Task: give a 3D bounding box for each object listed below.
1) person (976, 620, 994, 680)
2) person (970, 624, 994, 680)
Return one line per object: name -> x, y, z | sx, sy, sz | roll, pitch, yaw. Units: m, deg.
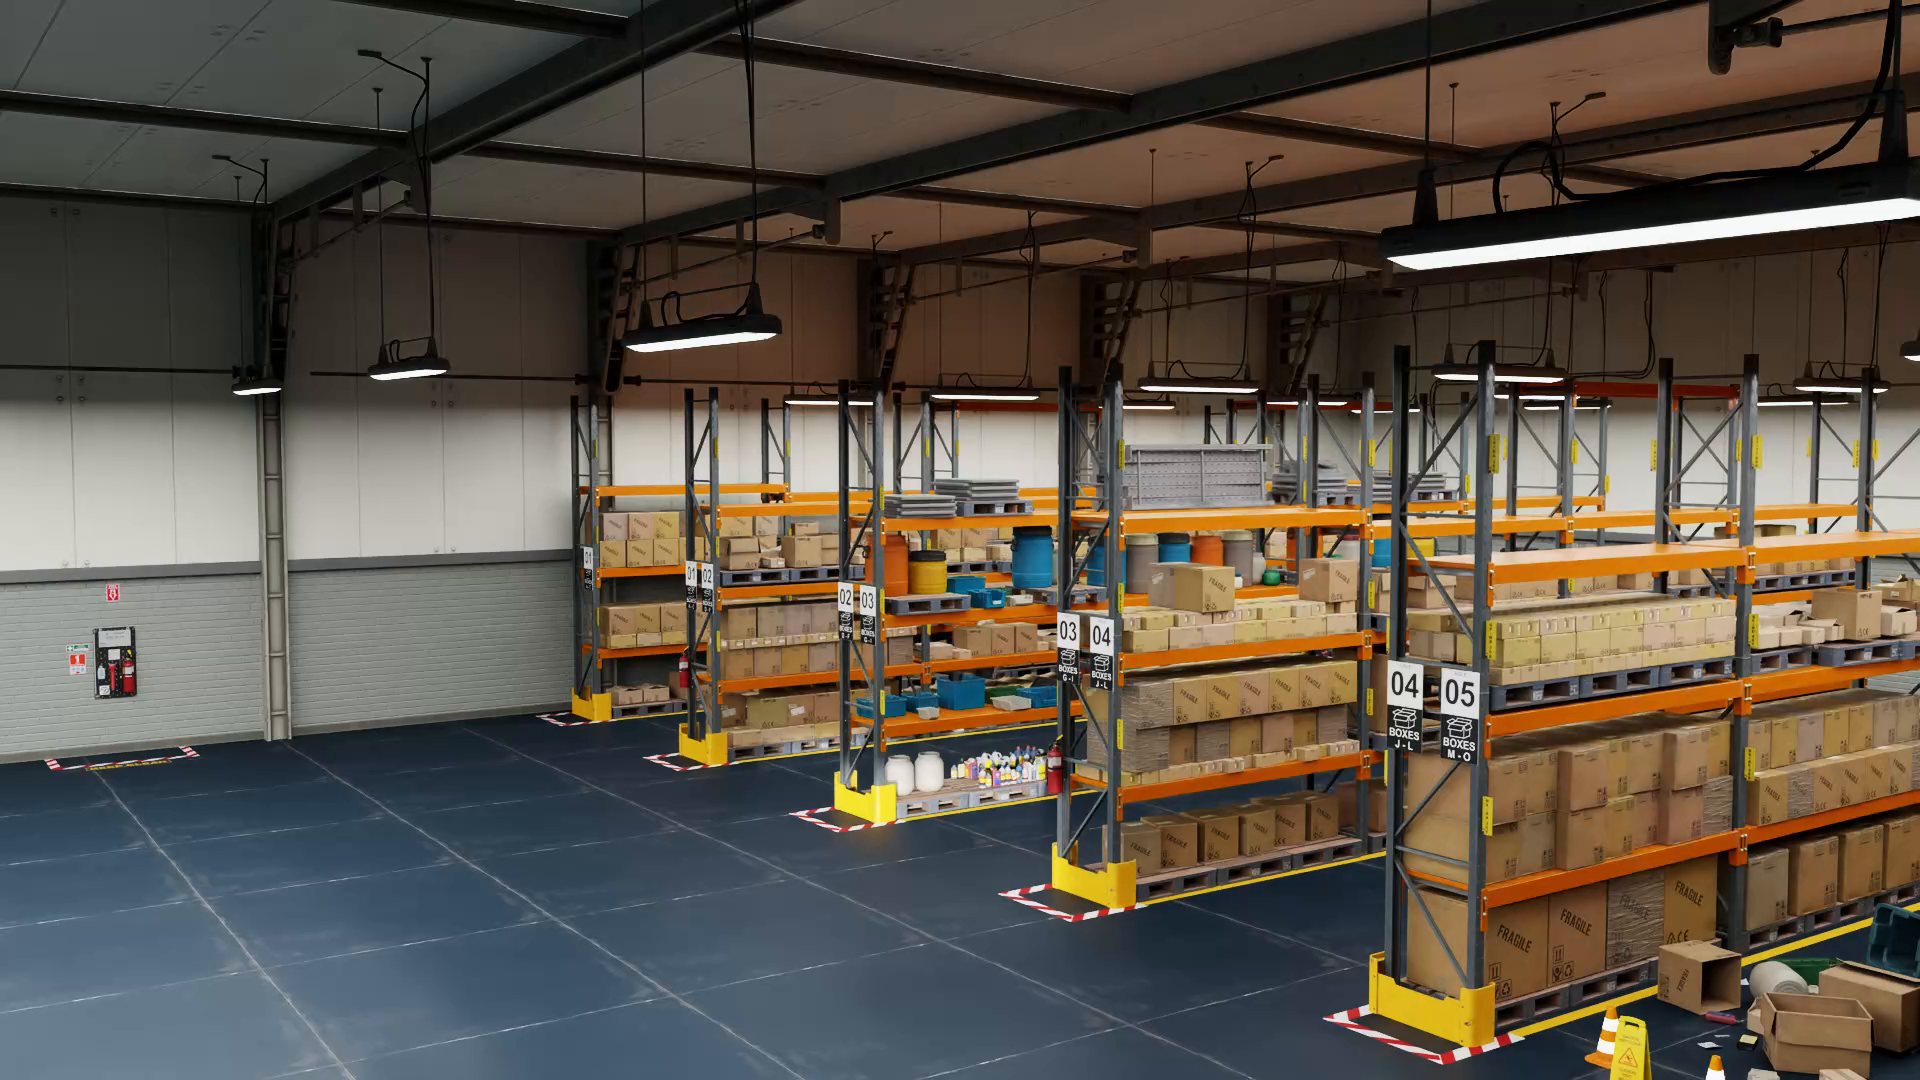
person -> 0.483, 2.163, 33.163 | 0.380, 1.720, 0.552 | 2, 4, 30
person -> 0.404, 2.429, 31.903 | 0.446, 1.624, 0.656 | 1, 4, 24
